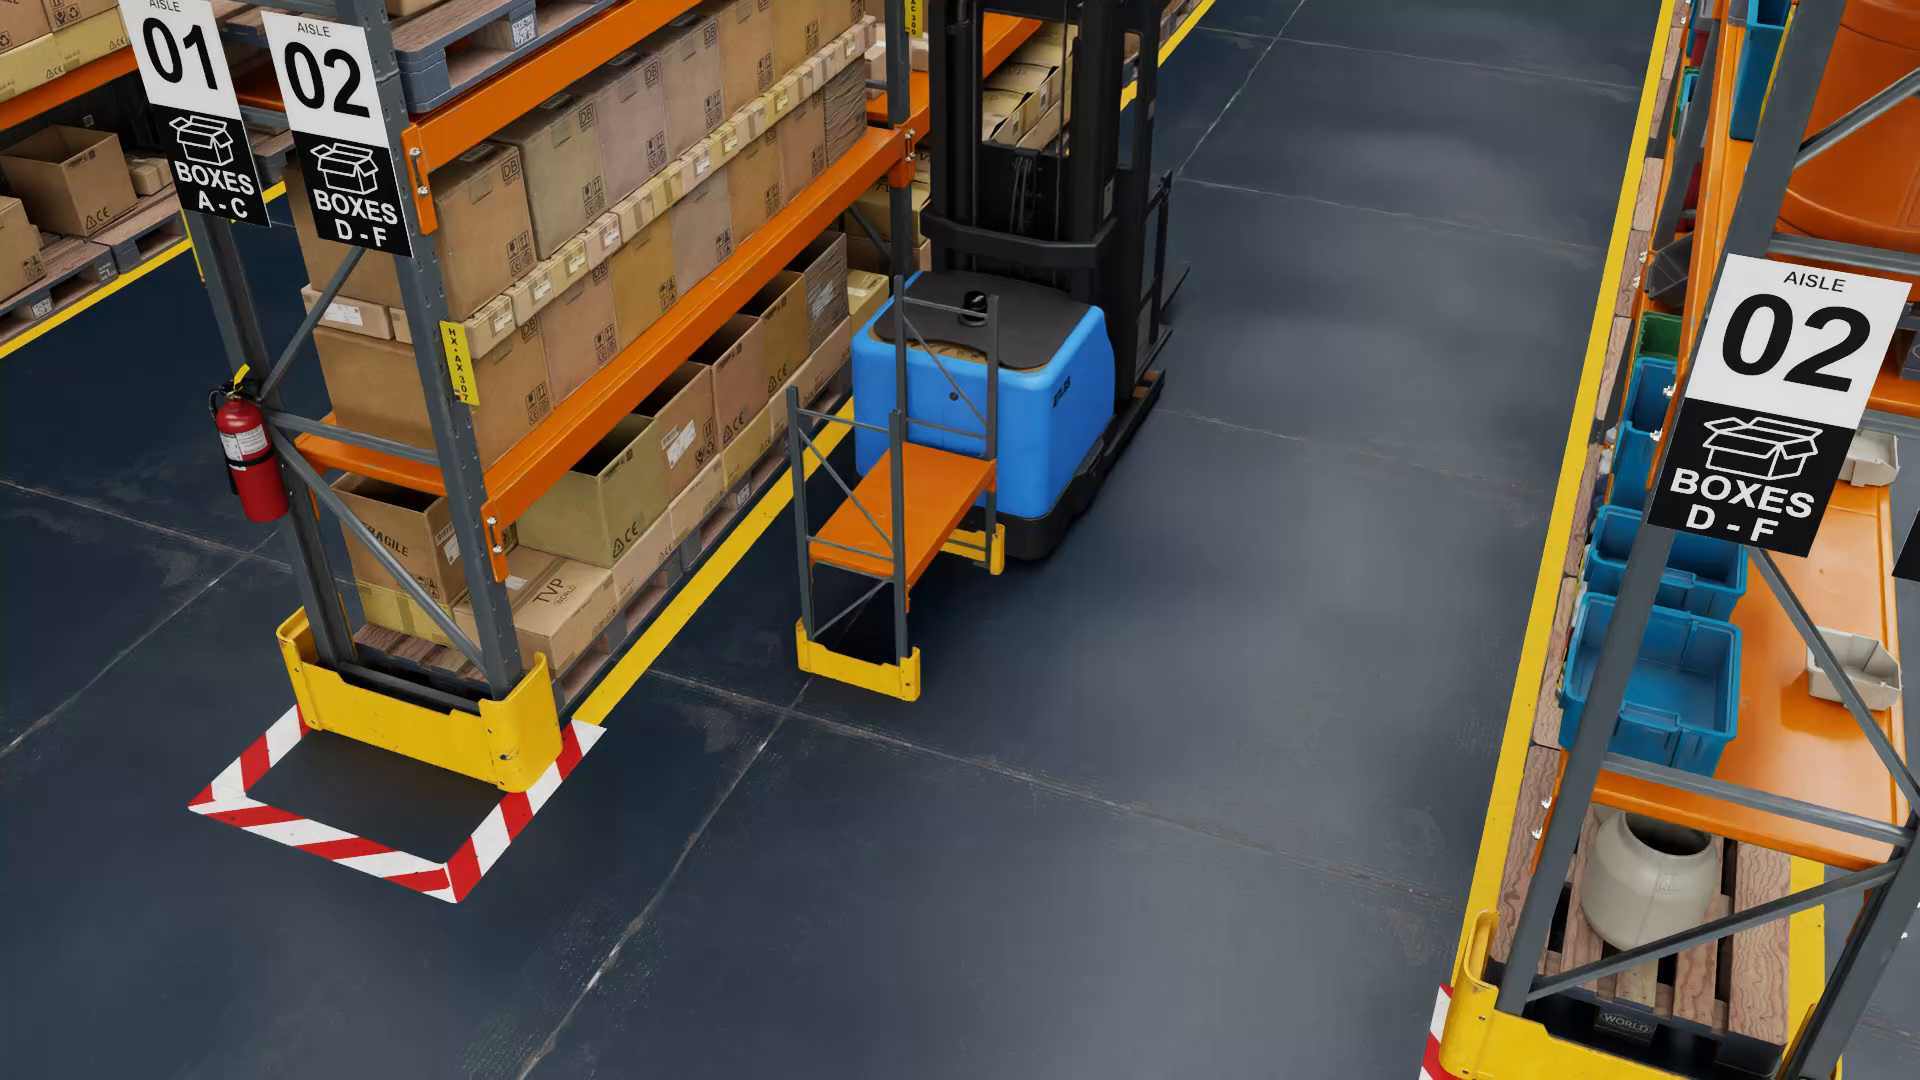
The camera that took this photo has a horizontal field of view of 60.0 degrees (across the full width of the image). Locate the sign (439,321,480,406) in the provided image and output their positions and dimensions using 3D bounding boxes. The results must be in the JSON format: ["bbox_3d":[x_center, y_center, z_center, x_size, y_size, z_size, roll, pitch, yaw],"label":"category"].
[{"bbox_3d":[-1.773,-0.624,5.892,0.100,0.325,0.005,14,39,18],"label":"sign"}]

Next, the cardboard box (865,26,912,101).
[{"bbox_3d":[-0.615,-2.813,9.735,0.500,0.250,0.500,16,40,21],"label":"cardboard box"}]

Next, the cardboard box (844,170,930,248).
[{"bbox_3d":[-0.374,-2.054,10.071,0.500,0.311,0.500,14,39,18],"label":"cardboard box"}]

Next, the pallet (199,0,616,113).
[{"bbox_3d":[-1.991,-1.927,5.993,1.003,0.211,1.213,14,39,18],"label":"pallet"}]

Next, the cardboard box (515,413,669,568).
[{"bbox_3d":[-1.686,-0.266,7.522,0.500,0.500,0.500,14,39,18],"label":"cardboard box"}]

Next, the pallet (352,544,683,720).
[{"bbox_3d":[-2.032,0.308,7.763,1.003,0.211,1.213,14,39,18],"label":"pallet"}]

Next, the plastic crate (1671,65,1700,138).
[{"bbox_3d":[4.219,-2.404,9.239,0.450,0.188,0.662,14,39,18],"label":"plastic crate"}]

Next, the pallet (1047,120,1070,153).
[{"bbox_3d":[0.411,-3.241,12.512,1.003,0.211,1.213,14,39,18],"label":"pallet"}]

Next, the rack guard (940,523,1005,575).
[{"bbox_3d":[-0.062,-0.016,8.164,0.587,0.250,0.087,14,39,18],"label":"rack guard"}]

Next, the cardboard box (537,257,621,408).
[{"bbox_3d":[-1.899,-0.963,7.051,0.700,0.500,0.500,15,39,19],"label":"cardboard box"}]

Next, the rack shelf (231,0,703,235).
[{"bbox_3d":[-1.523,-2.396,7.148,1.077,0.370,4.000,14,39,18],"label":"rack shelf"}]

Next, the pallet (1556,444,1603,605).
[{"bbox_3d":[3.523,0.019,8.149,1.003,0.211,1.213,14,39,18],"label":"pallet"}]

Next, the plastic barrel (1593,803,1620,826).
[{"bbox_3d":[2.666,0.924,6.338,0.421,0.512,0.421,0,37,0],"label":"plastic barrel"}]

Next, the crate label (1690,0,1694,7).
[{"bbox_3d":[4.833,-3.460,10.615,0.303,0.233,0.416,14,39,18],"label":"crate label"}]

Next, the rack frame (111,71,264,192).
[{"bbox_3d":[-5.344,-3.717,10.819,1.000,3.000,0.127,14,39,18],"label":"rack frame"}]

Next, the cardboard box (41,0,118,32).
[{"bbox_3d":[-5.423,-3.355,9.817,0.500,0.500,0.500,14,39,17],"label":"cardboard box"}]

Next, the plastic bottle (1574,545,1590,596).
[{"bbox_3d":[2.893,0.117,7.534,0.144,0.351,0.185,14,39,17],"label":"plastic bottle"}]

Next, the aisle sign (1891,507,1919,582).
[{"bbox_3d":[2.539,-0.180,3.915,0.394,0.787,0.004,14,39,18],"label":"aisle sign"}]

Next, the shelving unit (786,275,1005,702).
[{"bbox_3d":[-0.259,-0.242,7.423,0.587,1.500,1.083,14,39,18],"label":"shelving unit"}]

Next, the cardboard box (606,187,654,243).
[{"bbox_3d":[-1.544,-1.416,7.115,0.380,0.149,0.250,13,39,16],"label":"cardboard box"}]

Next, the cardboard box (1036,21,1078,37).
[{"bbox_3d":[0.789,-3.750,12.341,0.500,0.311,0.500,15,39,19],"label":"cardboard box"}]

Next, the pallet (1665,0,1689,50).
[{"bbox_3d":[6.529,-4.355,14.001,1.003,0.211,1.213,14,39,18],"label":"pallet"}]

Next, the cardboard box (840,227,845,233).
[{"bbox_3d":[-0.872,-1.953,10.405,0.500,0.250,0.500,13,39,17],"label":"cardboard box"}]

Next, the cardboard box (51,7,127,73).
[{"bbox_3d":[-5.441,-3.059,10.048,0.500,0.250,0.500,14,39,18],"label":"cardboard box"}]

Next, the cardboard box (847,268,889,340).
[{"bbox_3d":[-0.736,-1.351,9.599,0.500,0.250,0.500,14,39,18],"label":"cardboard box"}]

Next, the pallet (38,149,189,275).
[{"bbox_3d":[-5.567,-2.220,11.145,1.003,0.211,1.213,14,39,18],"label":"pallet"}]

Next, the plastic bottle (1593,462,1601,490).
[{"bbox_3d":[3.214,-0.326,8.252,0.097,0.201,0.097,0,37,0],"label":"plastic bottle"}]

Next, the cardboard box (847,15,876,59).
[{"bbox_3d":[-0.667,-2.691,8.821,0.380,0.149,0.250,14,39,18],"label":"cardboard box"}]

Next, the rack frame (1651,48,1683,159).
[{"bbox_3d":[5.340,-3.675,10.762,1.000,3.000,0.127,14,39,18],"label":"rack frame"}]

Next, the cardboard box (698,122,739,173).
[{"bbox_3d":[-1.250,-1.840,7.683,0.380,0.149,0.250,15,39,19],"label":"cardboard box"}]

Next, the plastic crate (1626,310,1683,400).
[{"bbox_3d":[3.040,-0.688,6.943,0.450,0.188,0.662,14,39,18],"label":"plastic crate"}]

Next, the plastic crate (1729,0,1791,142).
[{"bbox_3d":[2.743,-1.565,5.447,0.392,0.384,0.575,14,39,18],"label":"plastic crate"}]

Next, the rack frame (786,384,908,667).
[{"bbox_3d":[-0.464,0.042,7.043,0.500,1.500,0.032,14,39,18],"label":"rack frame"}]

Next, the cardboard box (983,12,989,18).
[{"bbox_3d":[-0.063,-3.621,10.607,0.500,0.500,0.500,14,39,18],"label":"cardboard box"}]

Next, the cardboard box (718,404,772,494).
[{"bbox_3d":[-1.302,-0.519,8.486,0.500,0.250,0.500,14,39,18],"label":"cardboard box"}]

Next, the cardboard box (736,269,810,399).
[{"bbox_3d":[-1.124,-1.099,8.636,0.500,0.500,0.500,14,39,18],"label":"cardboard box"}]

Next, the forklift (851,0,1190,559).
[{"bbox_3d":[0.514,-1.958,8.522,1.130,2.935,3.031,14,39,18],"label":"forklift"}]

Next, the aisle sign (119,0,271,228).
[{"bbox_3d":[-2.580,-1.448,5.611,0.394,0.787,0.004,14,39,18],"label":"aisle sign"}]

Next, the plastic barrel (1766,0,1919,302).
[{"bbox_3d":[2.363,-1.085,4.083,0.600,0.830,0.708,14,39,18],"label":"plastic barrel"}]

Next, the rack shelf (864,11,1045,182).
[{"bbox_3d":[-0.001,-3.410,11.009,1.077,0.370,4.000,14,39,18],"label":"rack shelf"}]

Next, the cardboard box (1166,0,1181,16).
[{"bbox_3d":[1.587,-4.735,13.901,0.500,0.500,0.500,13,39,17],"label":"cardboard box"}]

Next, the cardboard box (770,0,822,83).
[{"bbox_3d":[-1.116,-2.623,8.188,0.700,0.500,0.500,14,39,18],"label":"cardboard box"}]

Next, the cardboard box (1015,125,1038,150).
[{"bbox_3d":[0.205,-2.676,11.372,0.500,0.250,0.500,15,39,19],"label":"cardboard box"}]

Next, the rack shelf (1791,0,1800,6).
[{"bbox_3d":[3.057,-2.307,4.857,1.077,0.370,4.000,14,39,18],"label":"rack shelf"}]

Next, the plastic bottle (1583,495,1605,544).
[{"bbox_3d":[3.055,-0.118,7.849,0.144,0.351,0.185,12,38,16],"label":"plastic bottle"}]

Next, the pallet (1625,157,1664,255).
[{"bbox_3d":[5.009,-2.138,11.035,1.003,0.211,1.213,14,39,18],"label":"pallet"}]

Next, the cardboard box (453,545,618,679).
[{"bbox_3d":[-1.874,0.311,7.376,0.500,0.250,0.500,14,39,18],"label":"cardboard box"}]

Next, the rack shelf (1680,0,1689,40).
[{"bbox_3d":[6.101,-4.494,12.459,1.077,0.370,4.000,14,39,18],"label":"rack shelf"}]

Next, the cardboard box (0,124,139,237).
[{"bbox_3d":[-5.702,-2.308,10.654,0.500,0.500,0.500,11,38,14],"label":"cardboard box"}]

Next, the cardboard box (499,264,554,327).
[{"bbox_3d":[-1.837,-0.991,6.546,0.380,0.149,0.250,13,39,17],"label":"cardboard box"}]

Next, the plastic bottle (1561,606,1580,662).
[{"bbox_3d":[2.710,0.419,7.192,0.152,0.276,0.135,14,39,18],"label":"plastic bottle"}]

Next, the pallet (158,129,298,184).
[{"bbox_3d":[-5.049,-3.031,12.231,1.003,0.211,1.213,14,39,18],"label":"pallet"}]

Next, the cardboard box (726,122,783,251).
[{"bbox_3d":[-1.314,-1.813,8.188,0.700,0.500,0.500,14,39,18],"label":"cardboard box"}]

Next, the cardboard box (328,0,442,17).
[{"bbox_3d":[-2.061,-2.160,5.677,0.797,0.503,0.637,17,40,21],"label":"cardboard box"}]

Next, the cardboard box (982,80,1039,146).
[{"bbox_3d":[0.210,-2.905,11.211,0.500,0.311,0.500,15,39,19],"label":"cardboard box"}]

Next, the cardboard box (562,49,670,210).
[{"bbox_3d":[-1.688,-1.792,7.076,0.700,0.500,0.500,14,39,18],"label":"cardboard box"}]

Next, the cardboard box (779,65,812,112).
[{"bbox_3d":[-0.959,-2.263,8.249,0.380,0.149,0.250,14,39,18],"label":"cardboard box"}]

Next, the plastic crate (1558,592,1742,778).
[{"bbox_3d":[2.209,0.469,5.343,0.499,0.251,0.616,14,39,18],"label":"plastic crate"}]
